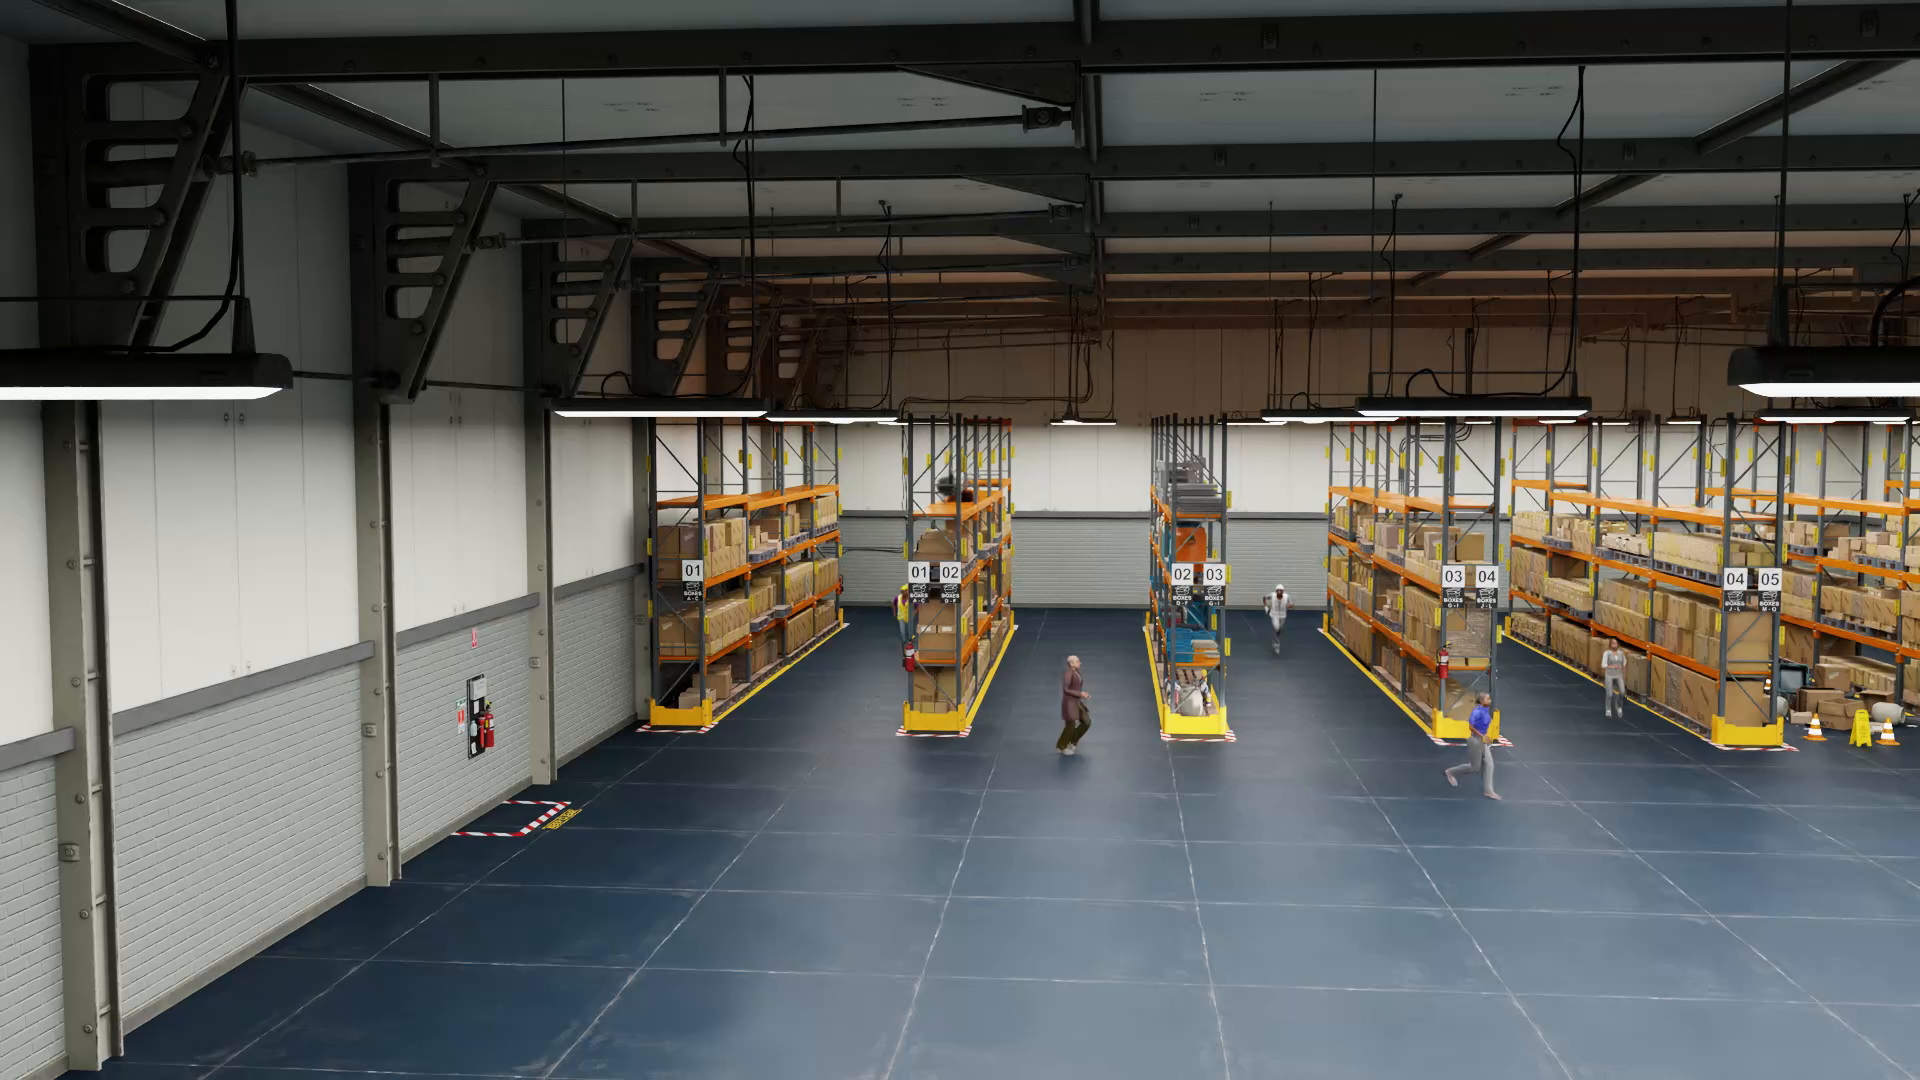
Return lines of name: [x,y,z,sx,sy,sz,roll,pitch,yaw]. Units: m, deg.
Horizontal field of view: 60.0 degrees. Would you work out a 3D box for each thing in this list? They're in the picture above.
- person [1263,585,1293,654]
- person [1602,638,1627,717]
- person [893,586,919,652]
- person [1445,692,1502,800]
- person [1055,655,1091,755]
person: [8.113,2.000,42.452,0.671,1.773,0.962,0,4,-7]
person: [12.904,2.716,32.745,0.530,1.568,0.639,0,4,6]
person: [-1.369,2.021,42.245,0.726,1.749,0.898,1,4,8]
person: [8.029,3.174,25.902,0.886,1.648,0.599,3,5,34]
person: [1.991,2.898,29.023,0.718,1.777,0.705,2,4,26]
